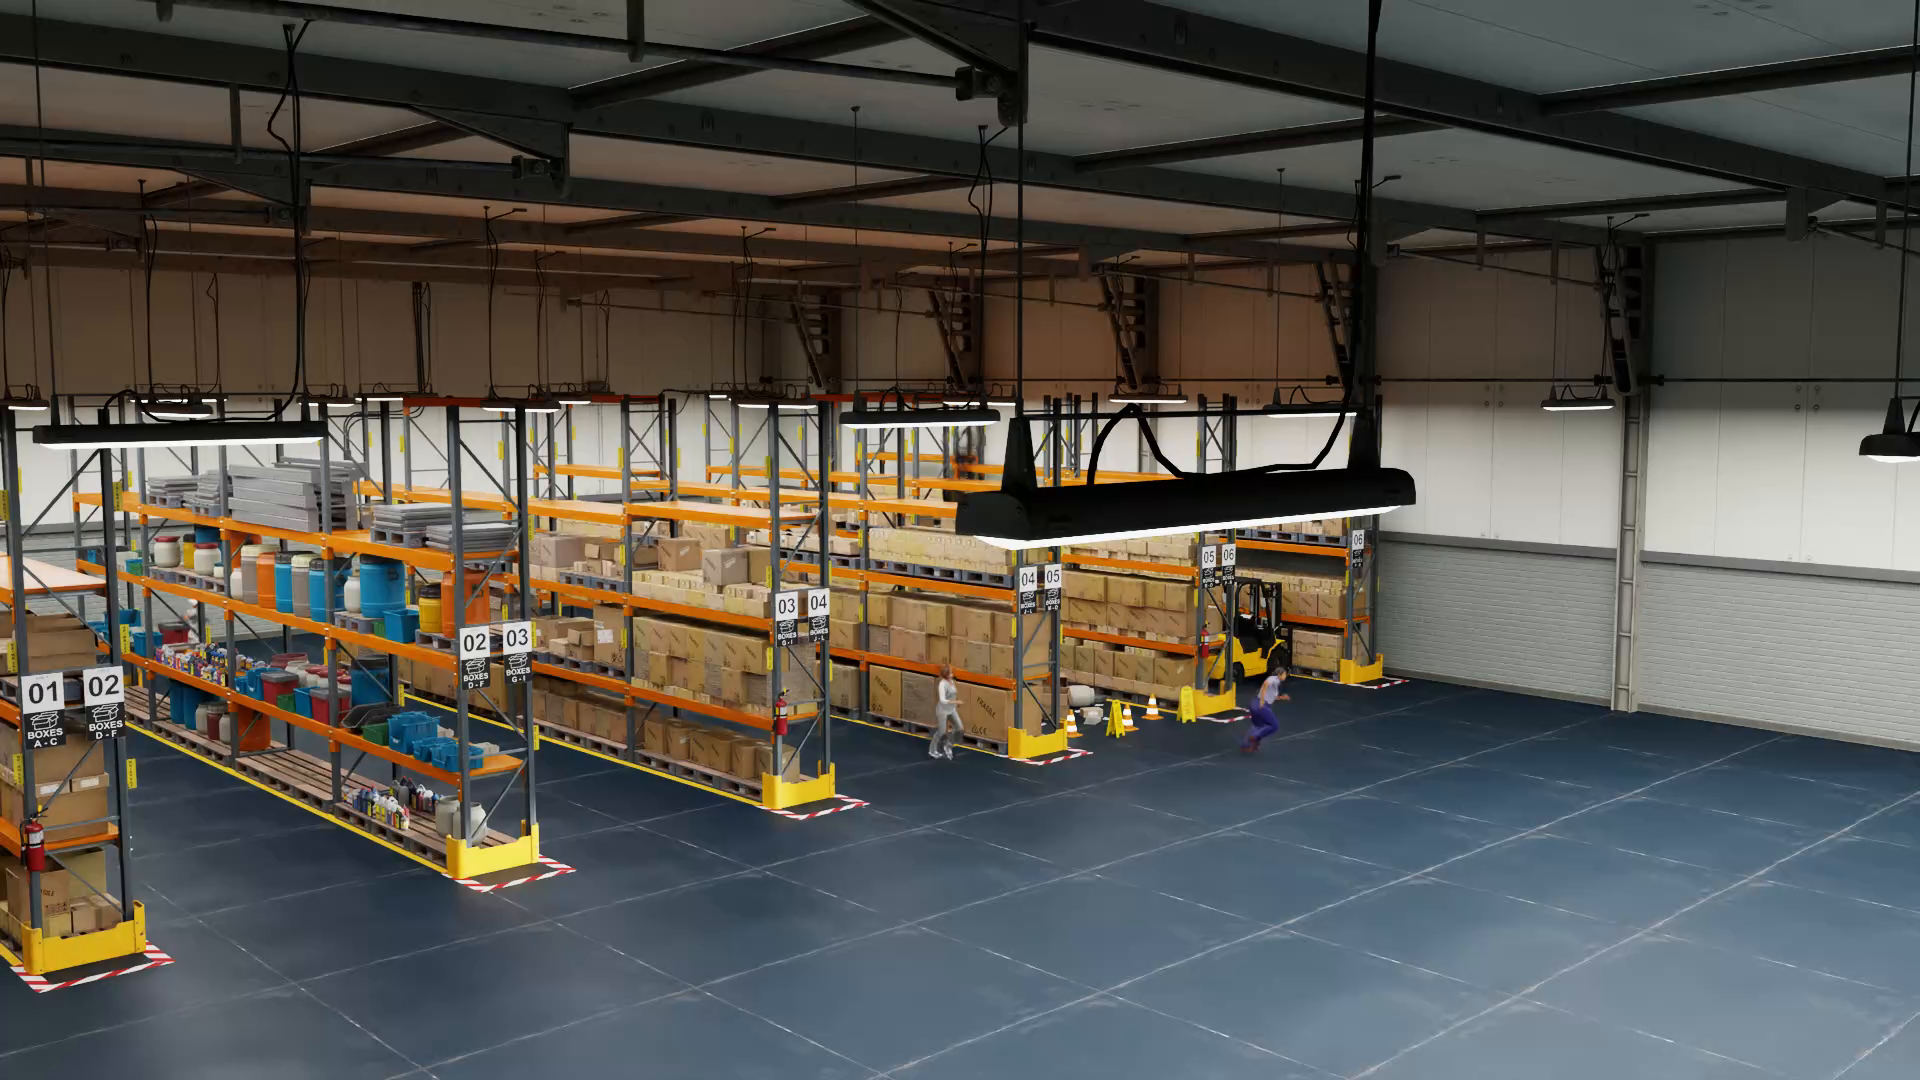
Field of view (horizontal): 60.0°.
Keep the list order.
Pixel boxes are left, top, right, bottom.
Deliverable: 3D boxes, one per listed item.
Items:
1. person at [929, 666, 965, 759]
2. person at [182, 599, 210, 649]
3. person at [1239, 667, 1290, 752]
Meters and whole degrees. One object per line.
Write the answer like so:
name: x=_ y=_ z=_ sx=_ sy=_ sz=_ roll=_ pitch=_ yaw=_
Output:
person: x=-0.209 y=2.874 z=27.617 sx=0.732 sy=1.571 sz=0.504 roll=4 pitch=7 yaw=35
person: x=-16.191 y=2.069 z=34.987 sx=0.644 sy=1.703 sz=0.906 roll=5 pitch=8 yaw=45
person: x=5.167 y=2.879 z=28.115 sx=0.862 sy=1.482 sz=0.636 roll=0 pitch=6 yaw=0
